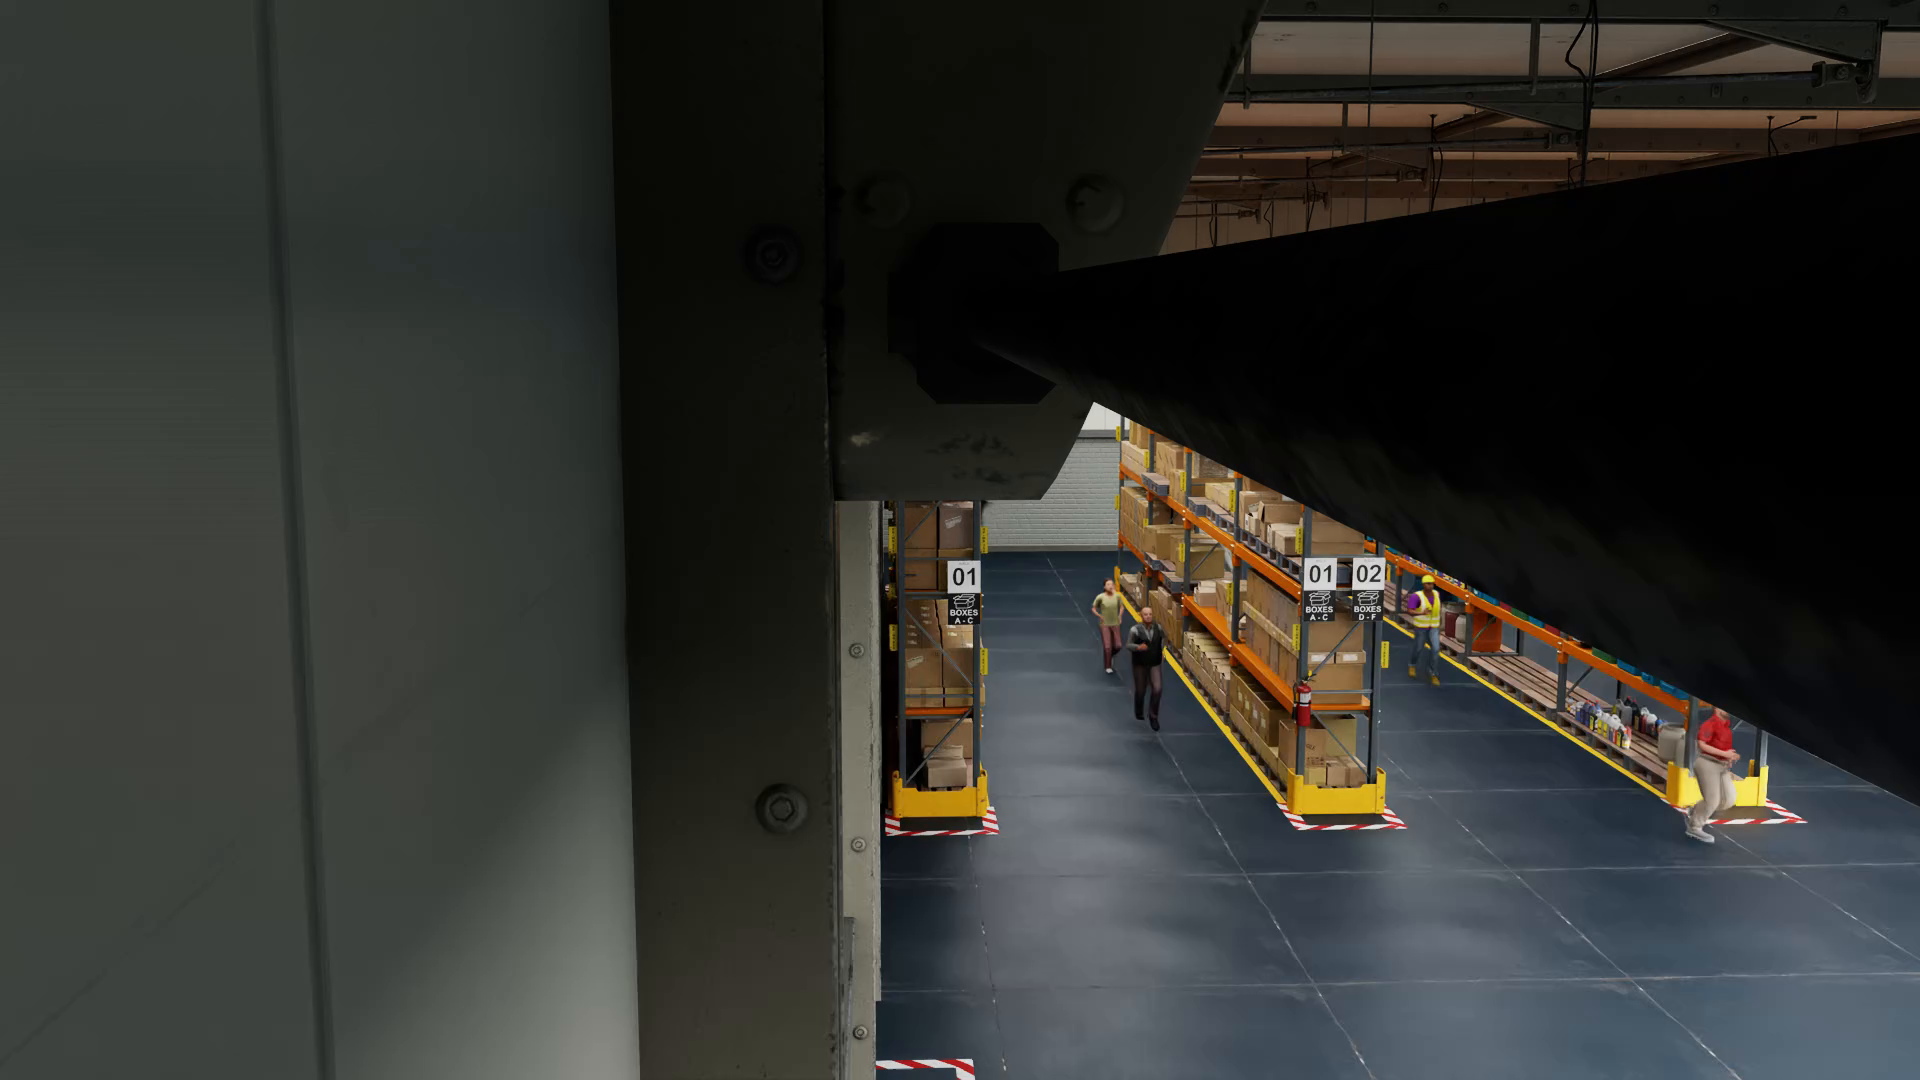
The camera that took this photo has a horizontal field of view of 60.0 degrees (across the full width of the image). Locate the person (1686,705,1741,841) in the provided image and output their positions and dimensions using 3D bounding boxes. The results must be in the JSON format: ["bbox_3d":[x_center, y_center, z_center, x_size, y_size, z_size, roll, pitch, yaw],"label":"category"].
[{"bbox_3d":[8.944,2.693,19.627,0.678,1.669,0.627,-7,11,-42],"label":"person"}]

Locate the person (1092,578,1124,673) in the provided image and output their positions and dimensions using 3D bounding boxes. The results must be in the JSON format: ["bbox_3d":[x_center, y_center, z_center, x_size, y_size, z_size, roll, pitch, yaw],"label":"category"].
[{"bbox_3d":[2.539,1.453,28.379,0.575,1.615,0.562,-1,8,-9],"label":"person"}]

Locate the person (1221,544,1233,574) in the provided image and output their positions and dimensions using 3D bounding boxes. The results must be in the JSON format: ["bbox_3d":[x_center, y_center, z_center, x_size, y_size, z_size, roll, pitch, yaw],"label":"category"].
[{"bbox_3d":[5.783,0.288,36.437,0.582,1.673,0.690,-4,9,-28],"label":"person"}]

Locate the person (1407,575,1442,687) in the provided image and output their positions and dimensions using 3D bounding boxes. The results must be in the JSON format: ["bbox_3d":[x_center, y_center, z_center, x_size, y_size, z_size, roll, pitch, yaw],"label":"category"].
[{"bbox_3d":[7.731,1.472,27.667,0.703,1.823,0.833,-1,8,-7],"label":"person"}]

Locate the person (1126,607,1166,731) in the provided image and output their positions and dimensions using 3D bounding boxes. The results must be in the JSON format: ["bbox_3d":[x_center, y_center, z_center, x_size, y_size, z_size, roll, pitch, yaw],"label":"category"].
[{"bbox_3d":[2.696,1.836,23.980,0.639,1.754,0.740,-1,8,-4],"label":"person"}]
